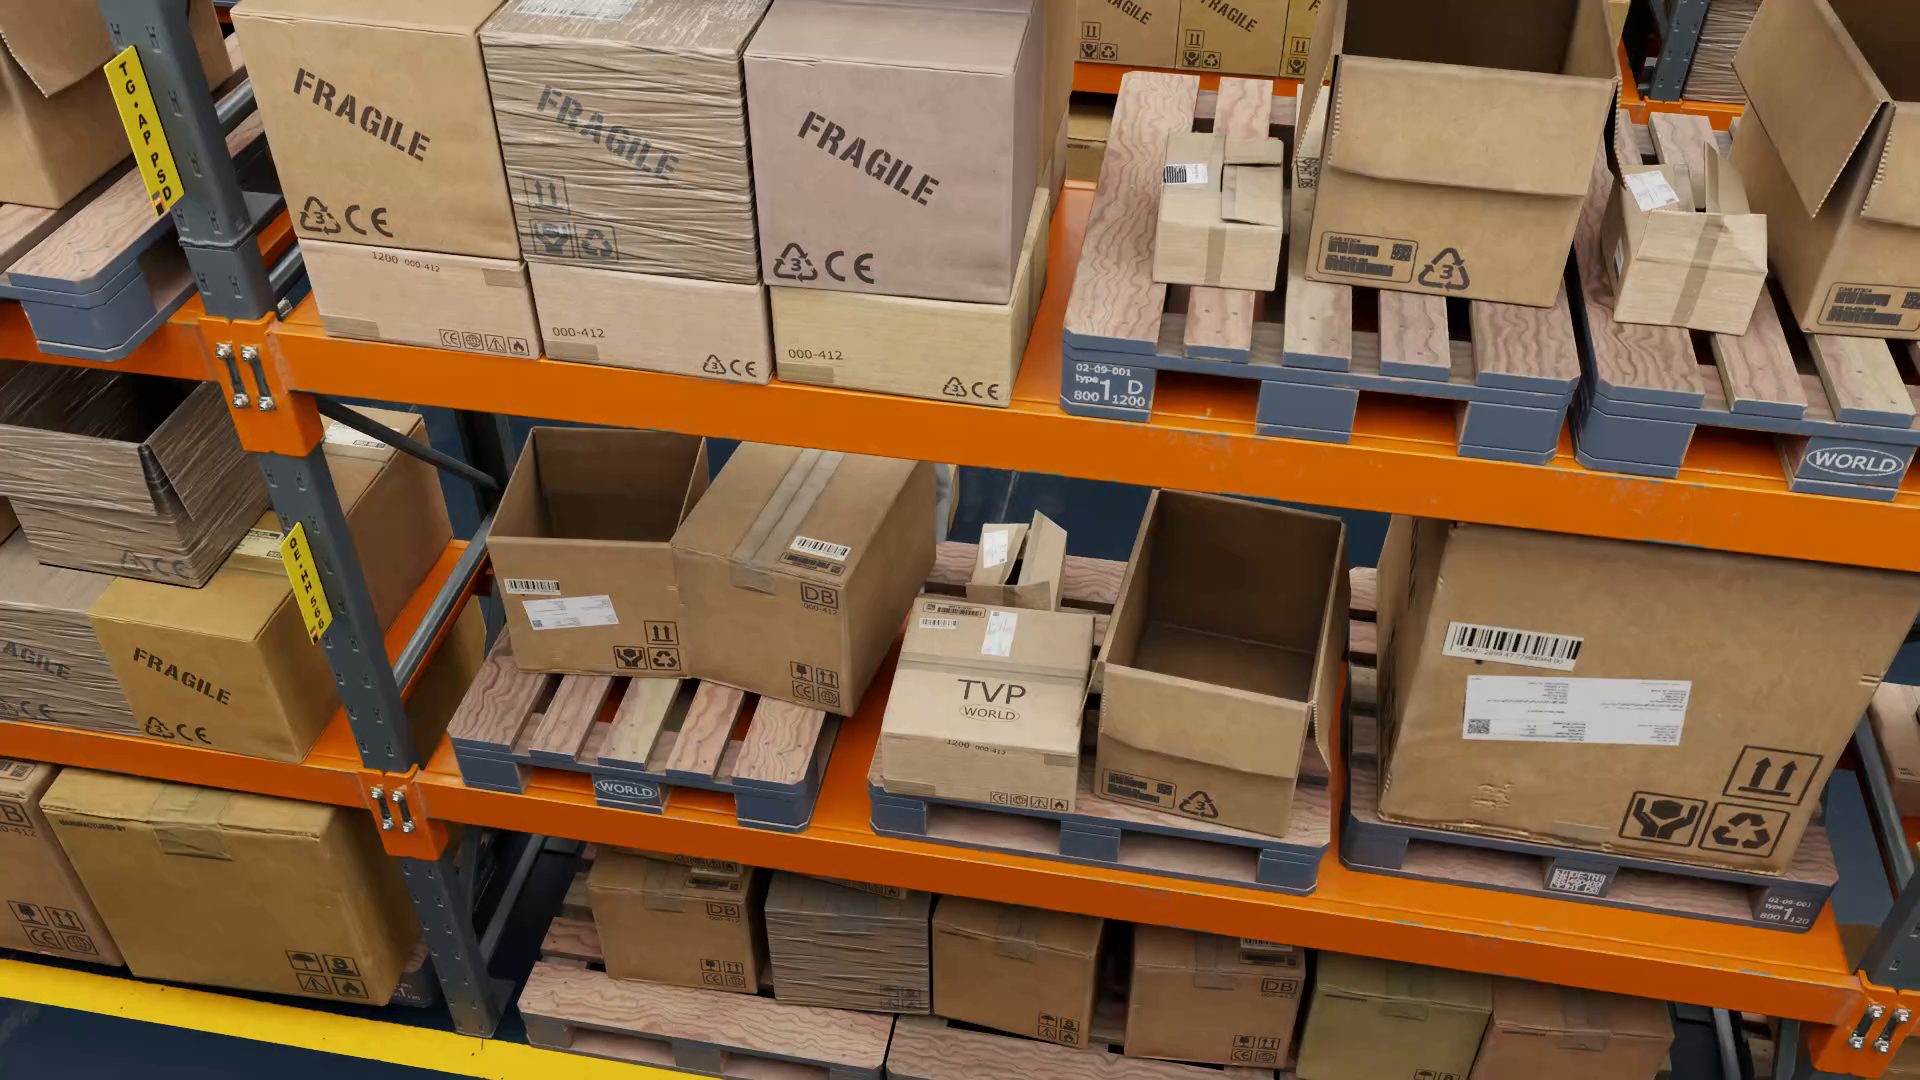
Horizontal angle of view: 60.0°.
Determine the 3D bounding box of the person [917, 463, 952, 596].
[{"bbox_3d":[-0.262,-0.426,6.718,0.461,1.604,0.387,8,41,9],"label":"person"}]
